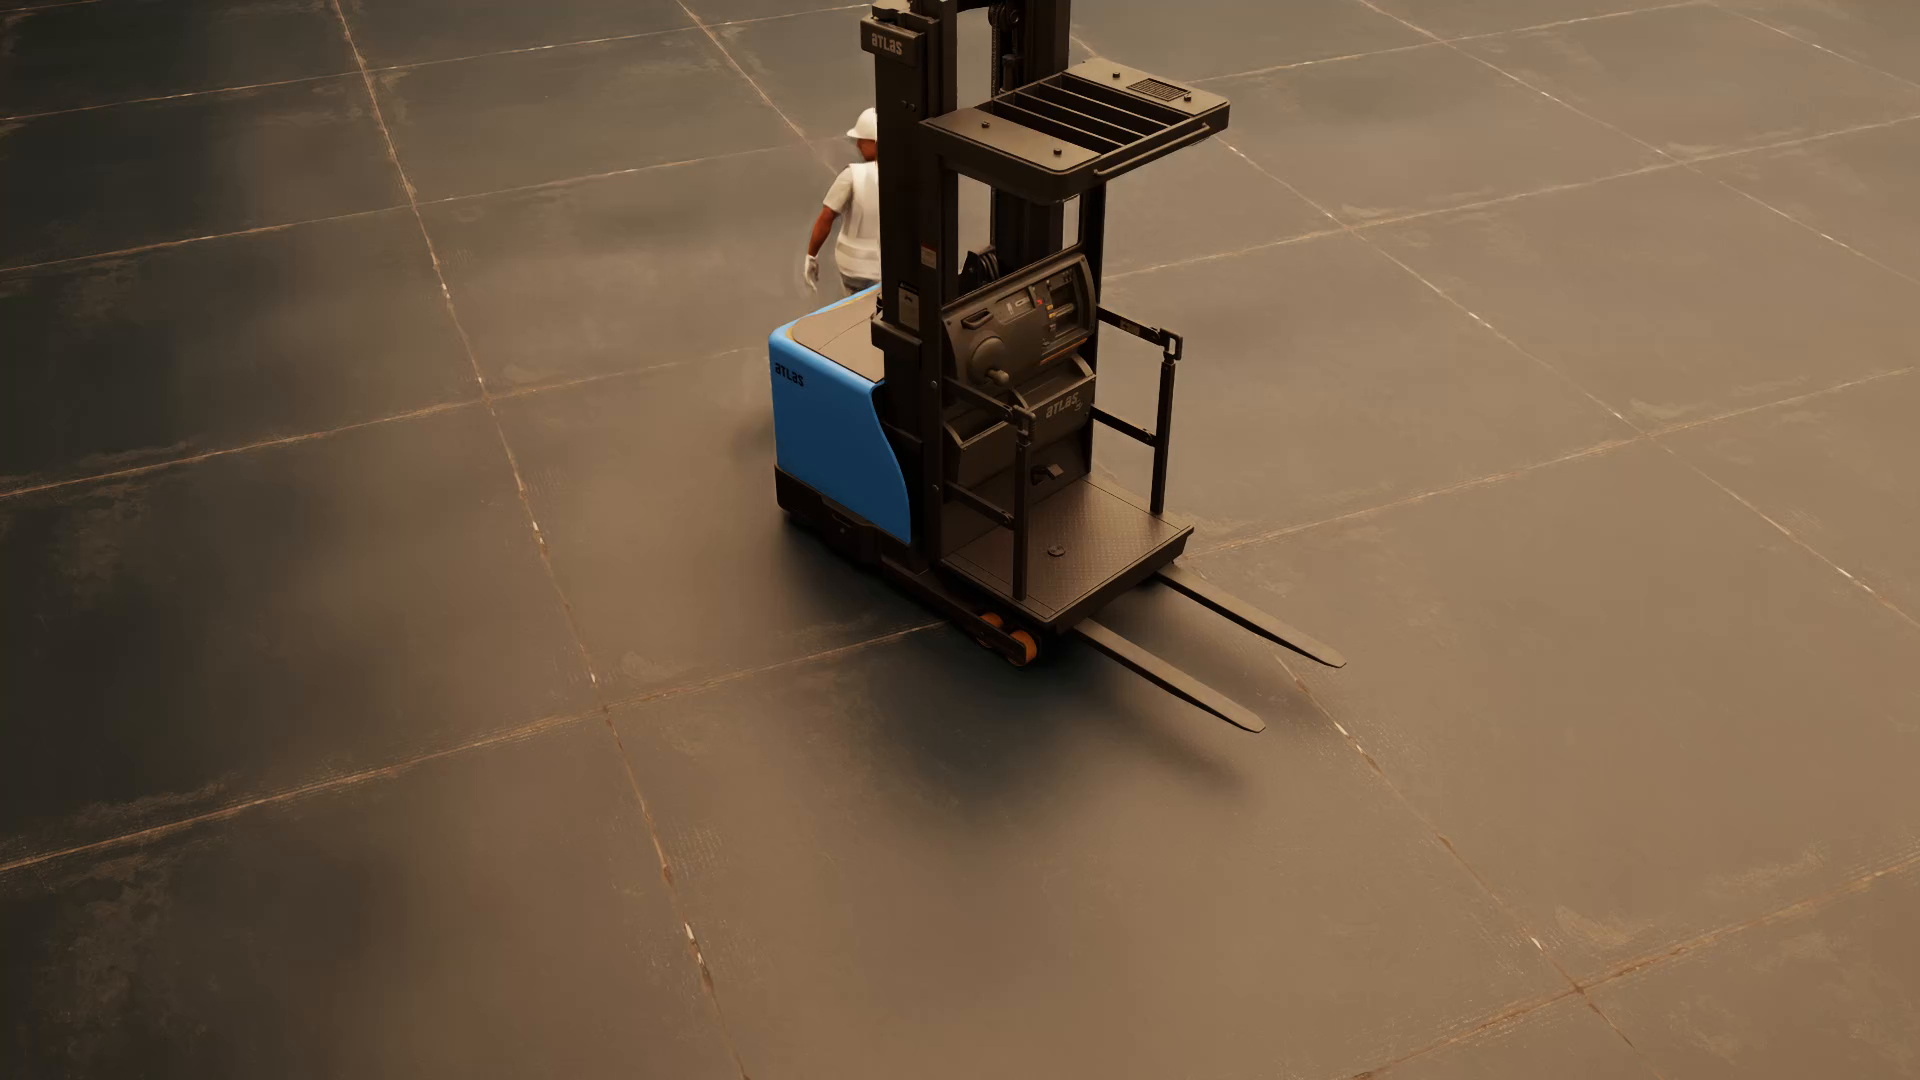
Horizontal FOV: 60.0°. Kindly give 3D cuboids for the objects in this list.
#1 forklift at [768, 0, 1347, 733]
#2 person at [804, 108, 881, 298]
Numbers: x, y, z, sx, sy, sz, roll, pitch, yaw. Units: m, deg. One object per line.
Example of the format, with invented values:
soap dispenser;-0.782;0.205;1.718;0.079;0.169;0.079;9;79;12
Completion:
forklift;0.432;-0.946;7.429;3.031;2.935;1.130;30;45;35
person;-0.472;-1.598;9.428;0.741;1.727;0.758;2;35;2
